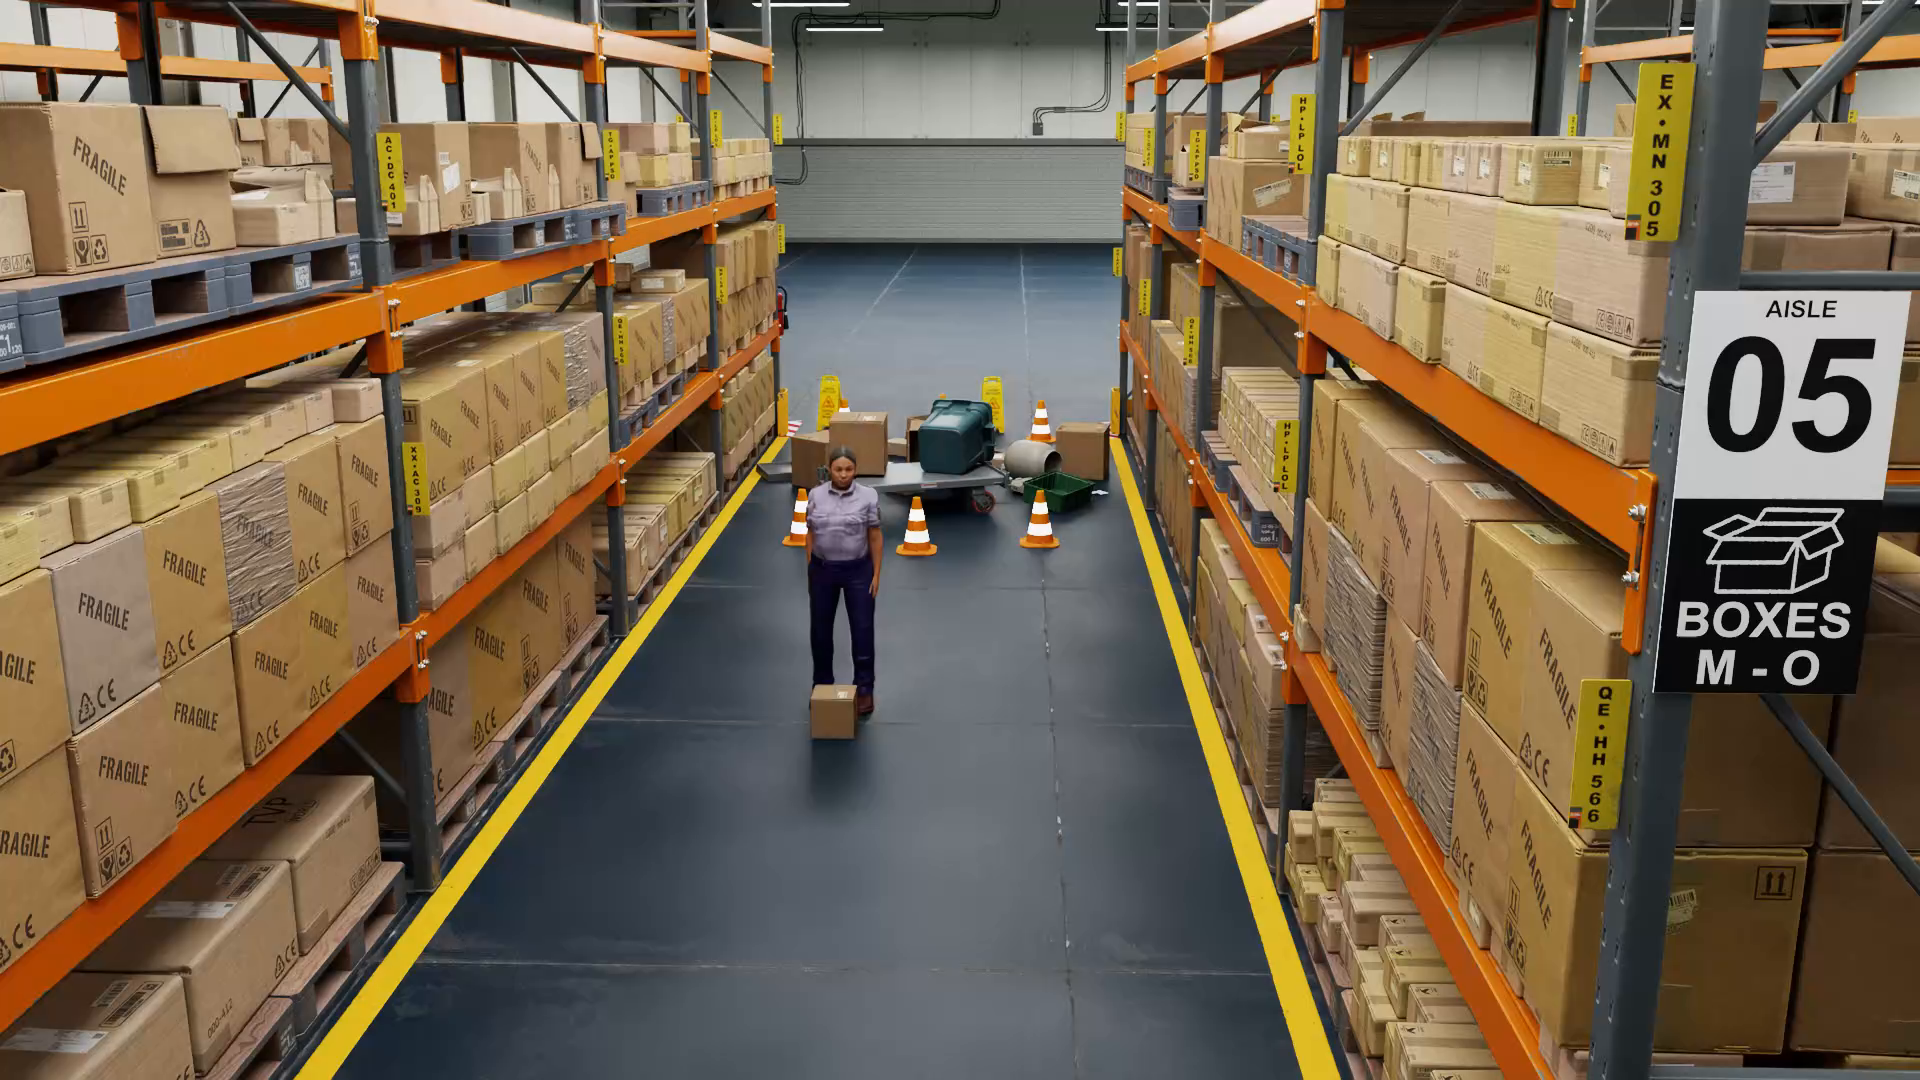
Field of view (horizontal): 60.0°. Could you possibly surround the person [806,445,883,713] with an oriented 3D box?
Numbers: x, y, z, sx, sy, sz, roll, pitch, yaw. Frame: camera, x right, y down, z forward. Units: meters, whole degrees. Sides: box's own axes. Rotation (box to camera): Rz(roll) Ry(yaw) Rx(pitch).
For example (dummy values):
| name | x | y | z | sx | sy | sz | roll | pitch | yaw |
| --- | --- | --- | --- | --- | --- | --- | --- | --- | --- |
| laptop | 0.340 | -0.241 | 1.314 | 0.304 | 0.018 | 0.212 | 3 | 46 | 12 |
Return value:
| name | x | y | z | sx | sy | sz | roll | pitch | yaw |
| --- | --- | --- | --- | --- | --- | --- | --- | --- | --- |
| person | -0.703 | 0.237 | 10.113 | 0.470 | 1.653 | 0.342 | 1 | 14 | 3 |
